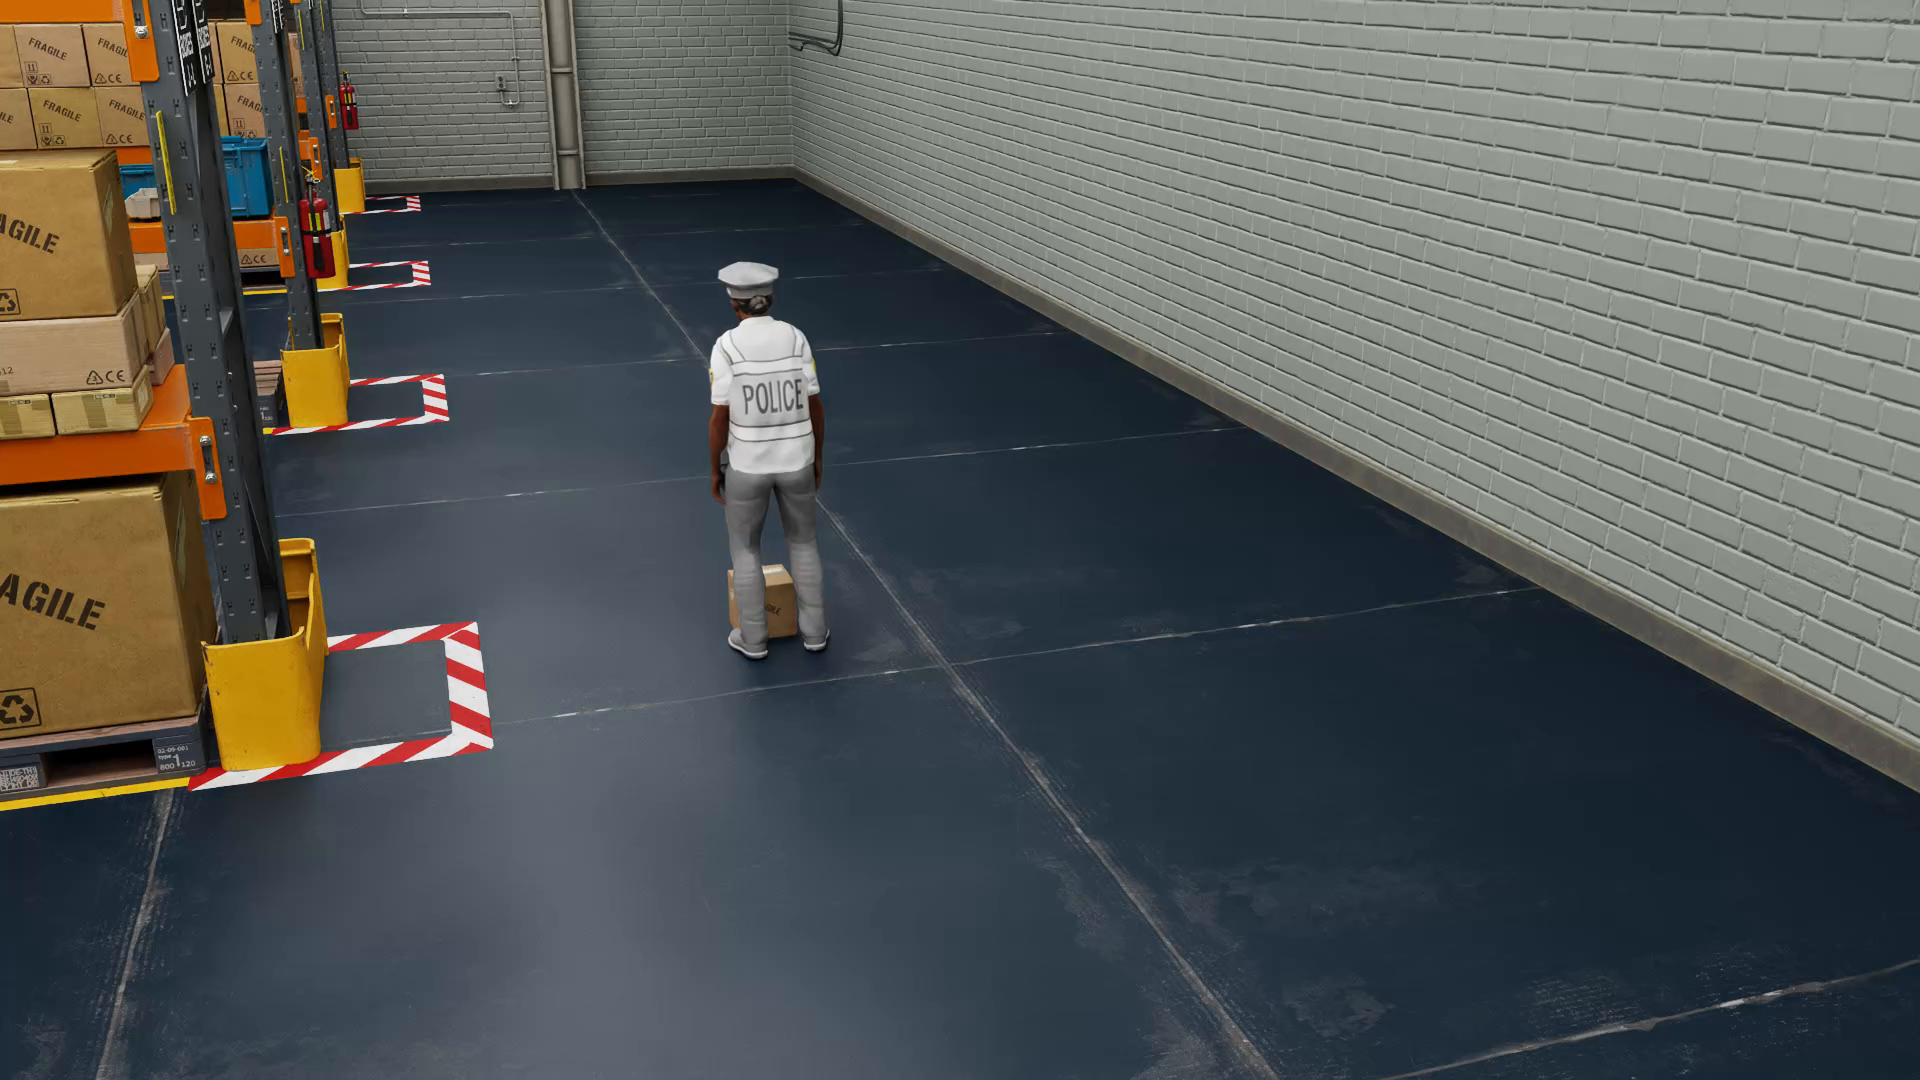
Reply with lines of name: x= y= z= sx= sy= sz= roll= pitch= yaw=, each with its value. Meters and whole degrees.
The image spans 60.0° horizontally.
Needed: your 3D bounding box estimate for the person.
person: x=-0.796 y=-0.312 z=6.958 sx=0.521 sy=1.657 sz=0.395 roll=-7 pitch=21 yaw=-20
